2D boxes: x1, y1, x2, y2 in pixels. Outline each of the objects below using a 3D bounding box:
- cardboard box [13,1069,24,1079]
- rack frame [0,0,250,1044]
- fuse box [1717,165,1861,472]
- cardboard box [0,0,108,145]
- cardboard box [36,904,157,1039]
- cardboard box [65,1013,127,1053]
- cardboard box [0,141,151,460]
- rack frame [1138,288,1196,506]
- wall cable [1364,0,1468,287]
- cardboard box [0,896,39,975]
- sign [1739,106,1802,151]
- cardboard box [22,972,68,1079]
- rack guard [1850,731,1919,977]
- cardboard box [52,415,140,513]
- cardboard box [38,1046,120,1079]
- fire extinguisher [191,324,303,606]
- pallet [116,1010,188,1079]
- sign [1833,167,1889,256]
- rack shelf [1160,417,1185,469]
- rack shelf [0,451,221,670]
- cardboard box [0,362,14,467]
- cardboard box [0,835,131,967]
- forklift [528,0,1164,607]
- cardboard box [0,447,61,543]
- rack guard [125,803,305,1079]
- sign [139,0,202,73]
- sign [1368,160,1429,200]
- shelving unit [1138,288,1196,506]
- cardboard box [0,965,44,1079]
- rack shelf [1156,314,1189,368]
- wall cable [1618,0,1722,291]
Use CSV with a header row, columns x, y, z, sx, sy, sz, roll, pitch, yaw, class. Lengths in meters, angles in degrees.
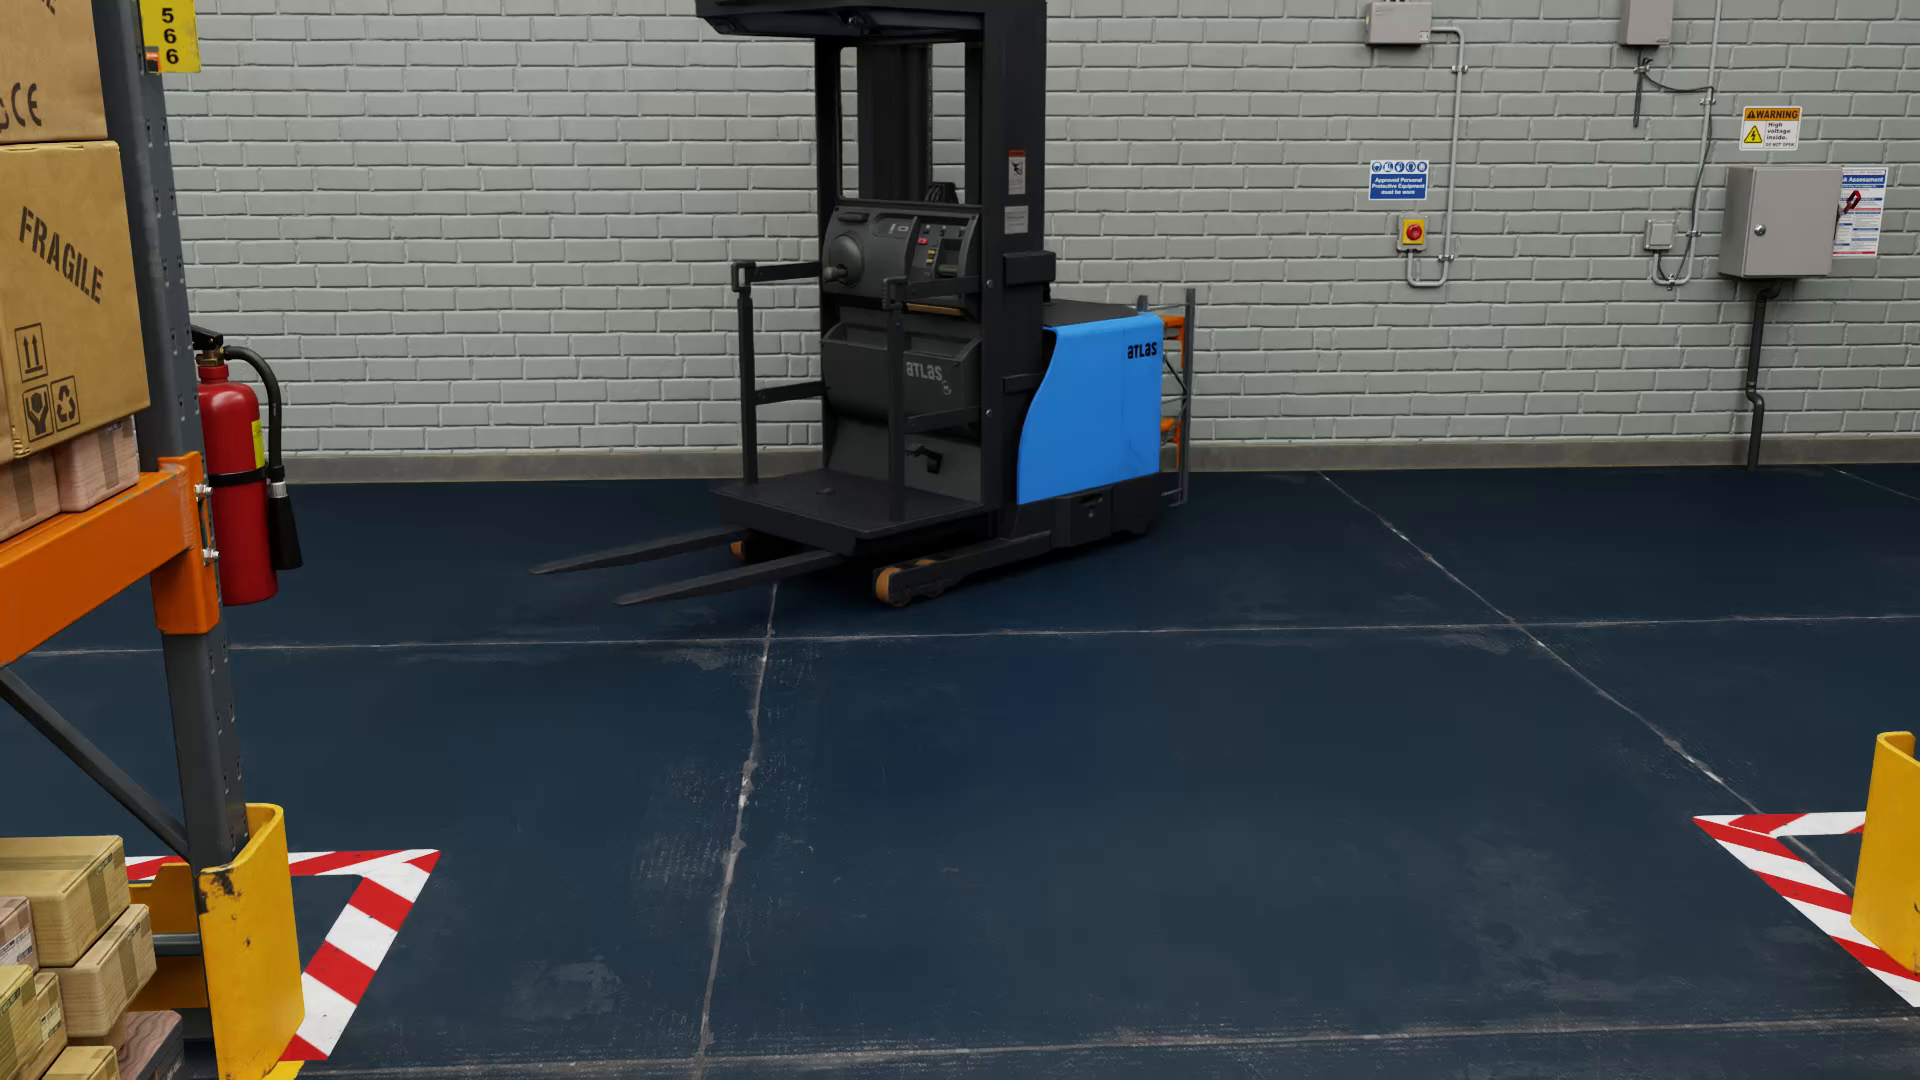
x,y,z,sx,sy,sz,roll,pitch,yaw,class
-1.726,0.943,2.624,0.380,0.149,0.250,-1,15,-6,cardboard box
-2.078,-0.346,3.353,1.000,3.000,0.127,-1,14,-3,rack frame
4.590,-1.222,9.342,0.539,1.711,0.414,-1,14,-3,fuse box
-1.801,-0.913,2.752,0.500,0.500,0.500,-1,14,-5,cardboard box
-1.760,0.814,3.126,0.380,0.149,0.250,-1,14,-5,cardboard box
-1.837,0.959,3.160,0.380,0.149,0.250,-1,14,-2,cardboard box
-1.793,-0.431,2.885,0.500,0.500,0.500,-1,14,-2,cardboard box
1.037,-0.700,8.476,0.032,1.125,0.500,11,18,37,rack frame
2.484,-2.357,9.066,0.585,1.953,0.123,-1,14,-3,wall cable
-1.834,0.734,2.839,0.380,0.149,0.250,-1,14,-2,cardboard box
4.522,-2.297,9.276,0.339,0.242,0.001,-1,14,-3,sign
-1.798,0.879,2.870,0.380,0.149,0.250,-1,14,-5,cardboard box
2.855,0.757,4.082,1.175,0.500,0.348,-1,14,-3,rack guard
-1.775,-0.148,3.086,0.380,0.149,0.250,-1,14,-3,cardboard box
-1.720,1.021,2.917,0.380,0.149,0.250,0,14,-2,cardboard box
-1.632,-0.198,3.680,0.296,0.674,0.183,-1,14,-3,fire extinguisher
-2.058,1.225,2.840,1.003,0.211,1.213,-1,14,-3,pallet
5.070,-1.859,9.423,0.329,0.494,0.001,-1,14,-3,sign
0.638,-0.541,8.842,1.000,0.278,0.538,11,18,37,rack shelf
-1.954,0.499,1.510,1.077,0.370,4.000,-1,14,-3,rack shelf
-1.766,-0.303,2.387,0.500,0.500,0.500,-1,14,-4,cardboard box
-1.792,0.670,3.085,0.380,0.149,0.250,-1,14,-3,cardboard box
-0.419,-1.286,7.141,3.031,2.935,1.130,-14,20,-43,forklift
-1.797,-0.086,2.844,0.380,0.149,0.250,-1,14,-4,cardboard box
-2.073,0.883,3.591,1.175,0.500,0.348,-1,14,-3,rack guard
-1.522,-1.064,3.183,0.100,0.325,0.005,-1,14,-3,sign
2.432,-1.995,9.219,0.327,0.218,0.001,-1,14,-3,sign
0.639,-0.779,8.783,1.048,1.125,0.538,11,18,37,shelving unit
-1.691,0.796,2.596,0.380,0.149,0.250,-1,14,-5,cardboard box
0.641,-1.063,8.712,1.000,0.278,0.538,11,18,37,rack shelf
3.899,-2.367,9.167,0.588,1.984,0.122,-1,14,-3,wall cable
